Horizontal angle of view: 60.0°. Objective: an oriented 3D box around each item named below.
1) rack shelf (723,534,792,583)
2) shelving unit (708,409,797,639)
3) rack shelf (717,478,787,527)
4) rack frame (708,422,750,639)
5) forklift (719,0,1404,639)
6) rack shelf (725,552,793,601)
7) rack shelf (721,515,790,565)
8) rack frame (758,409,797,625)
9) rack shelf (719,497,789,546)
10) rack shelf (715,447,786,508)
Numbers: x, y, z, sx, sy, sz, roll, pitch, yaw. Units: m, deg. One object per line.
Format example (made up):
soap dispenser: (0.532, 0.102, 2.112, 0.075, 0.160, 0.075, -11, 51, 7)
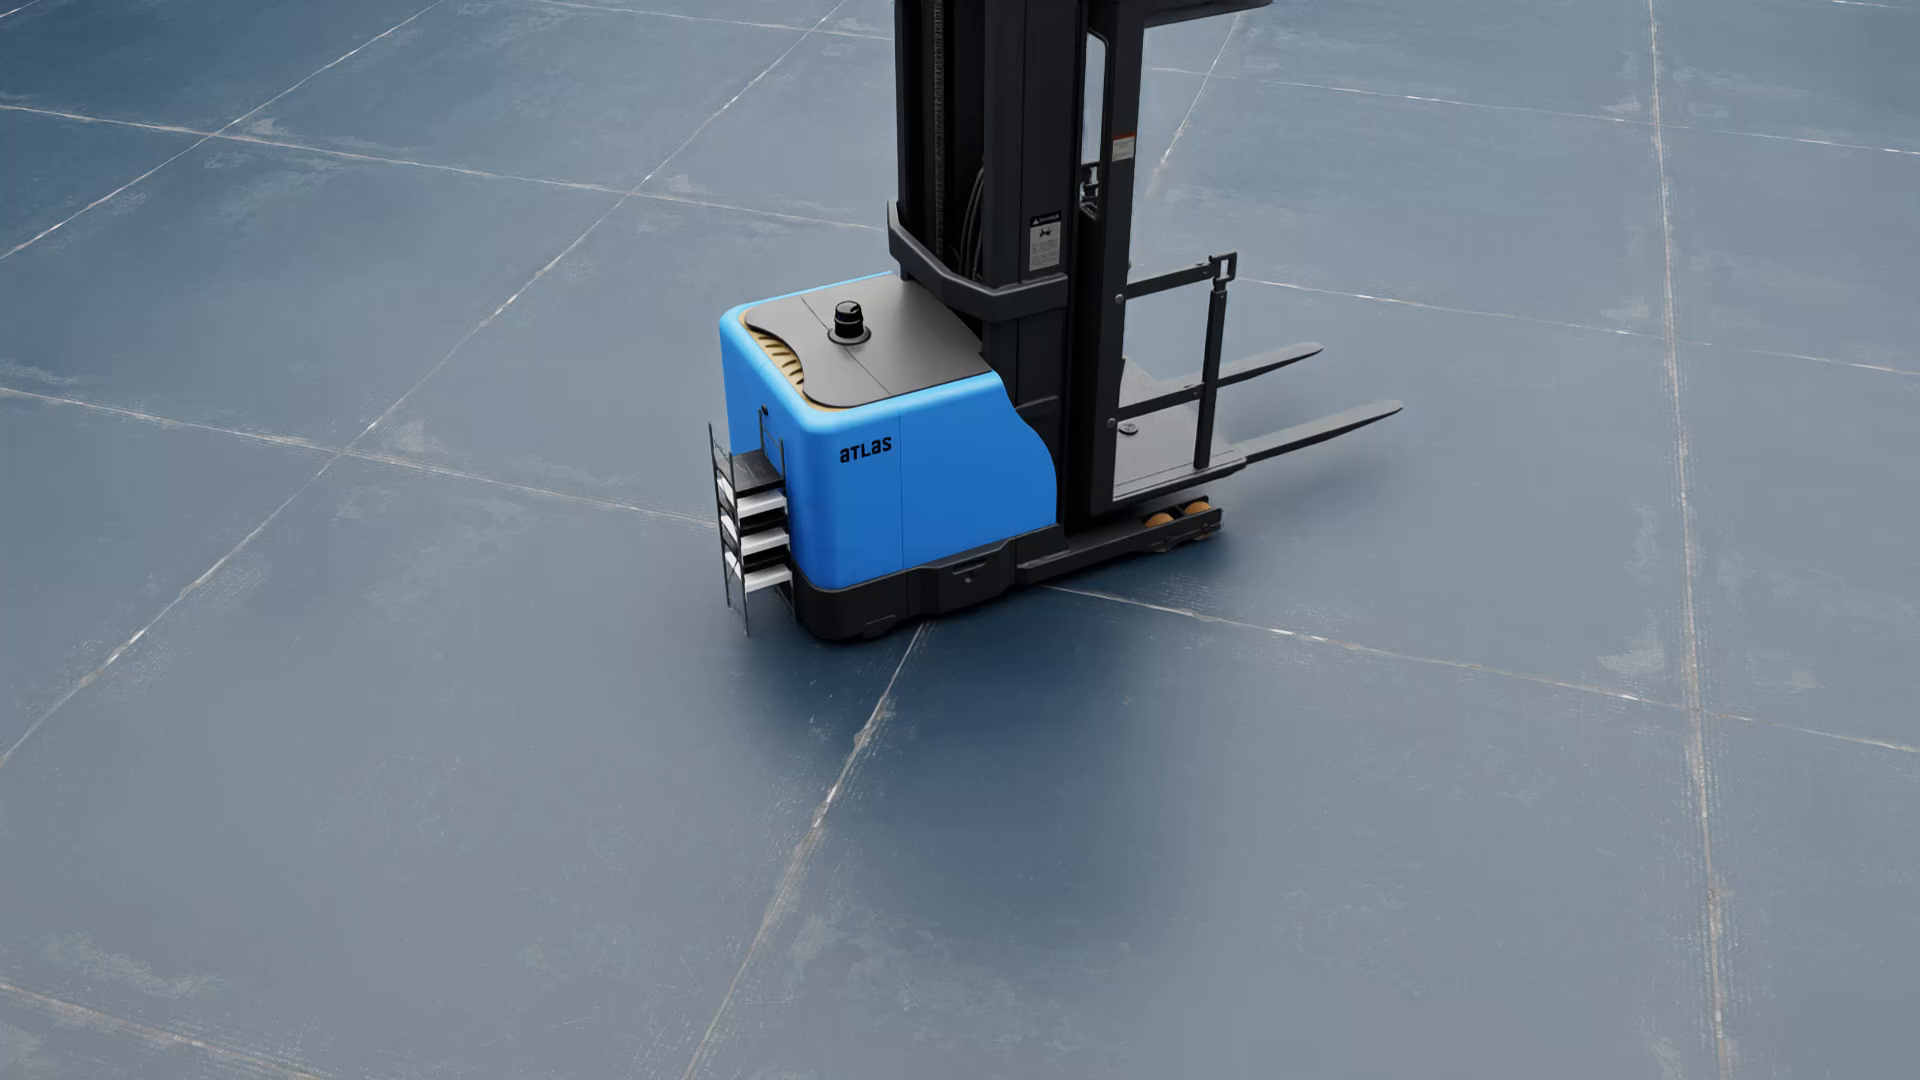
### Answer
rack shelf: (-0.814, 0.047, 6.635, 0.200, 0.077, 0.258, -17, 40, -21)
shelving unit: (-0.814, -0.052, 6.562, 0.210, 0.900, 0.258, -17, 40, -21)
rack shelf: (-0.814, -0.171, 6.475, 0.200, 0.077, 0.258, -17, 40, -21)
rack frame: (-0.904, -0.025, 6.525, 0.006, 0.900, 0.240, -17, 40, -21)
forklift: (0.564, -1.390, 6.666, 3.031, 2.935, 1.130, -17, 40, -21)
rack shelf: (-0.814, 0.119, 6.689, 0.200, 0.077, 0.258, -17, 40, -21)
rack shelf: (-0.814, -0.026, 6.582, 0.200, 0.077, 0.258, -17, 40, -21)
rack frame: (-0.723, -0.080, 6.599, 0.006, 0.900, 0.240, -17, 40, -21)
rack shelf: (-0.814, -0.098, 6.529, 0.200, 0.077, 0.258, -17, 40, -21)
rack shelf: (-0.814, -0.243, 6.422, 0.200, 0.077, 0.258, -17, 40, -21)
